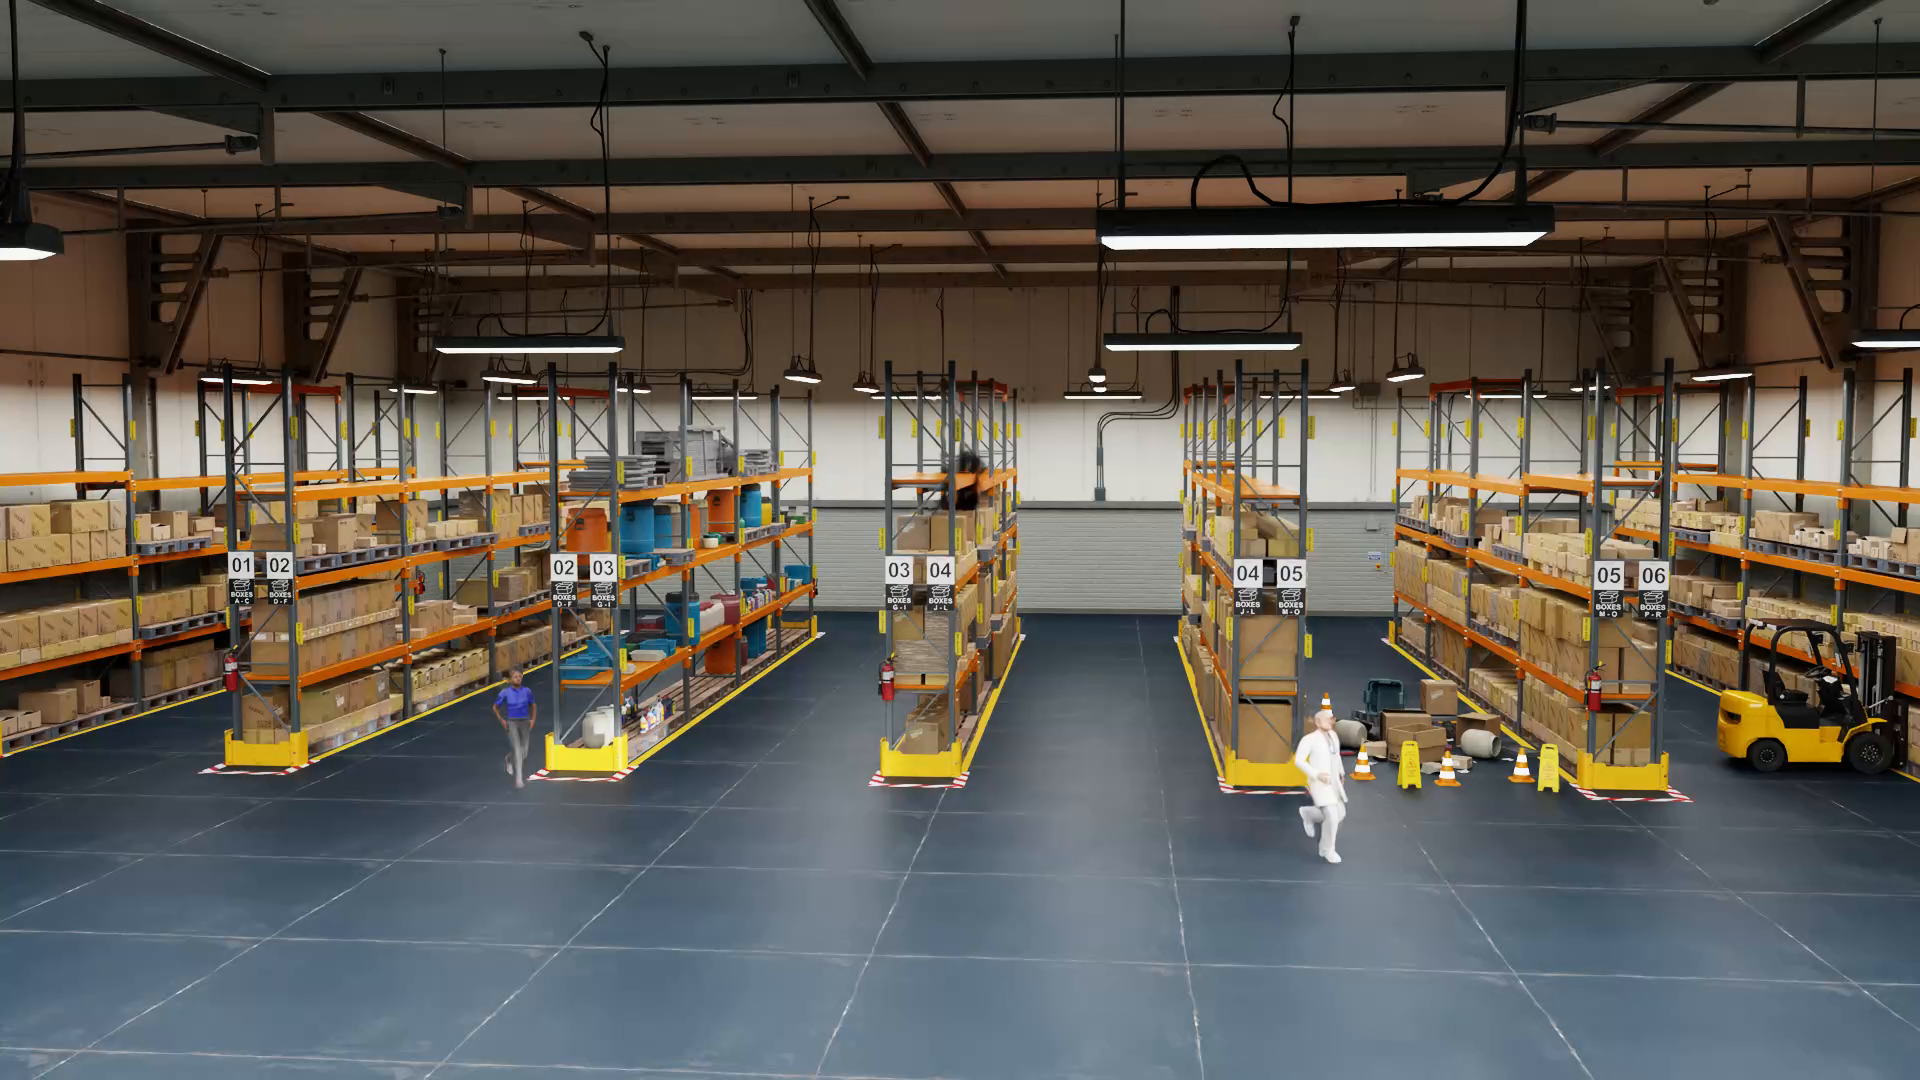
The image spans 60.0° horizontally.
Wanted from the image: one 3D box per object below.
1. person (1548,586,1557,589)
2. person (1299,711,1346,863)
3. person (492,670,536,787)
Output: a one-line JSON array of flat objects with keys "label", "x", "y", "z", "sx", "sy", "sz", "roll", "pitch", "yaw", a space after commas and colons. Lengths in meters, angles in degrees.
[{"label": "person", "x": 12.523, "y": 1.822, "z": 35.208, "sx": 0.662, "sy": 1.771, "sz": 0.868, "roll": 0, "pitch": 4, "yaw": -7}, {"label": "person", "x": 4.226, "y": 2.864, "z": 19.530, "sx": 0.700, "sy": 1.733, "sz": 0.713, "roll": -3, "pitch": 5, "yaw": -39}, {"label": "person", "x": -6.324, "y": 2.656, "z": 23.630, "sx": 0.614, "sy": 1.645, "sz": 0.699, "roll": -3, "pitch": 5, "yaw": -39}]
